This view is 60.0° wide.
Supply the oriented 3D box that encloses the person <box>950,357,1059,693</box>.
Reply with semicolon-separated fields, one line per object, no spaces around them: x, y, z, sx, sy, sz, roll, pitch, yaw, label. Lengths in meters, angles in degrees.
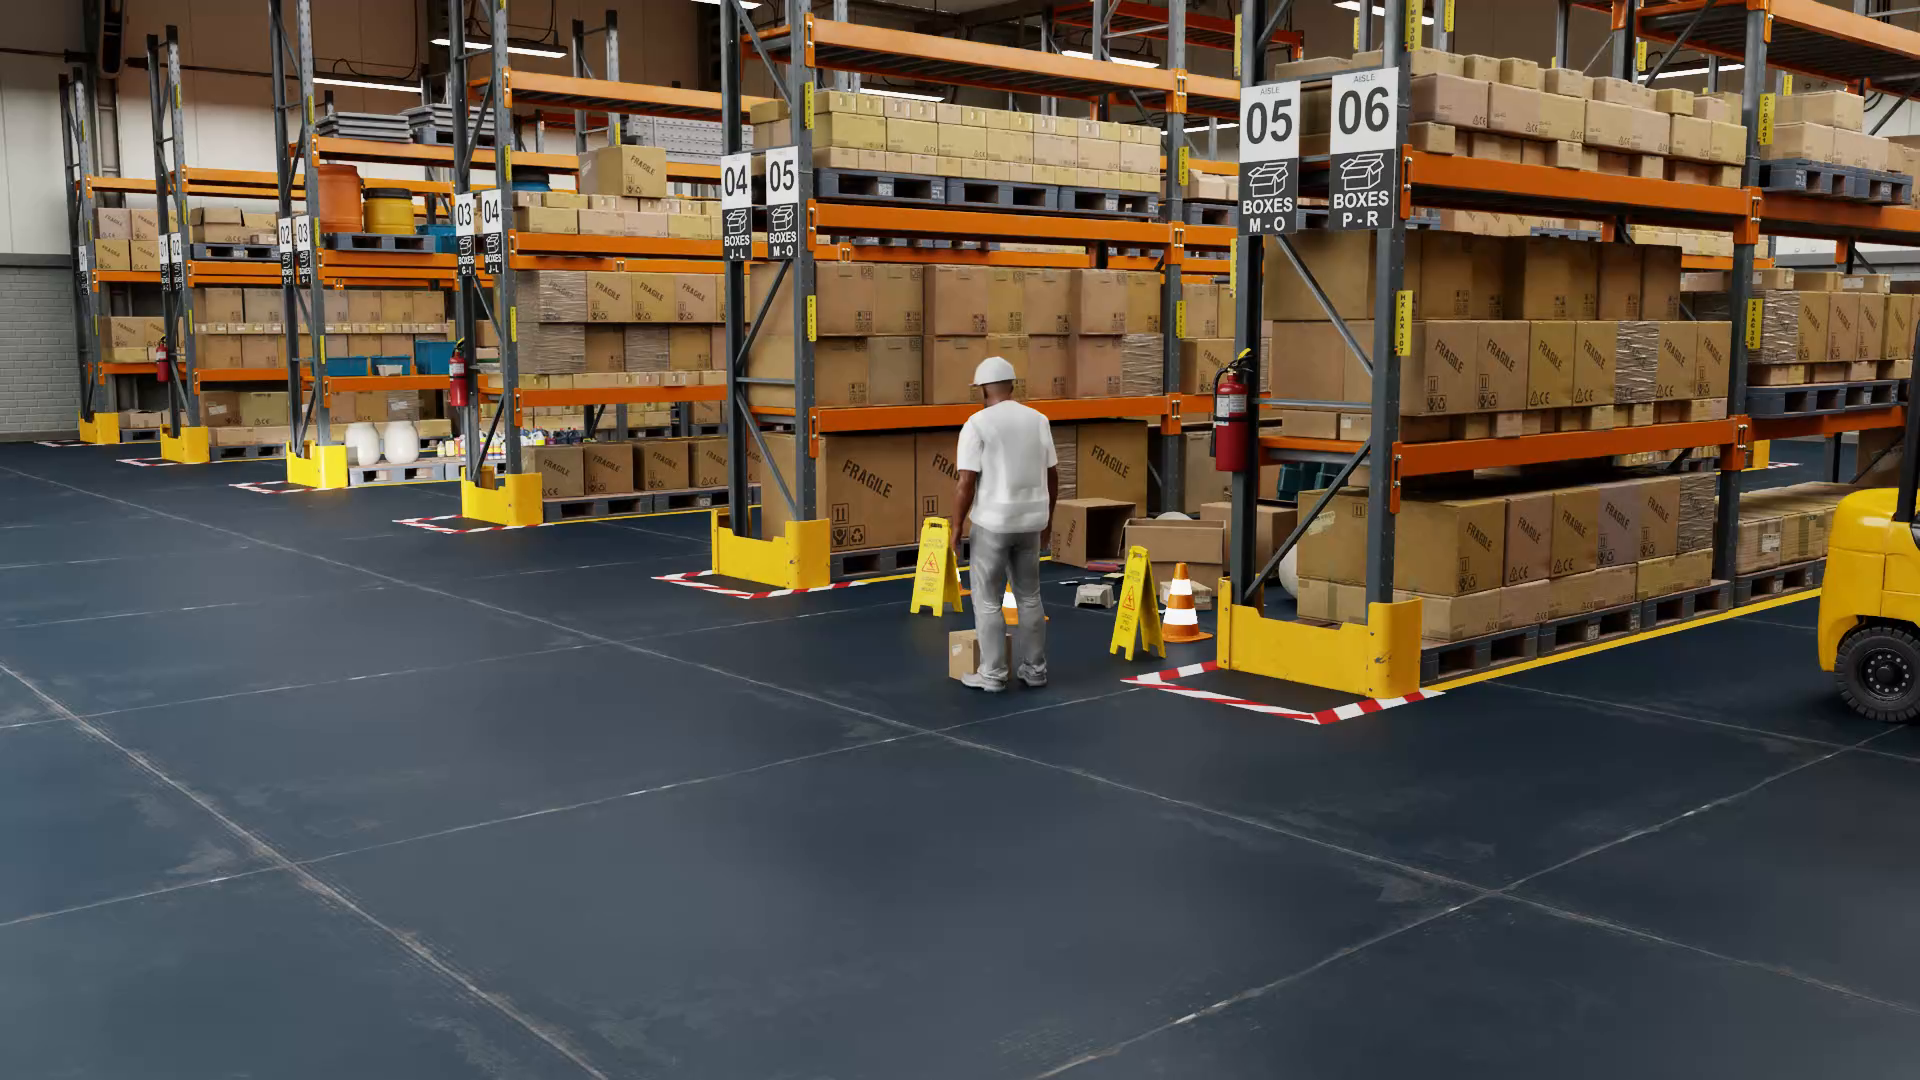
0.234;-0.088;8.831;0.626;1.761;0.458;-4;8;-29;person
